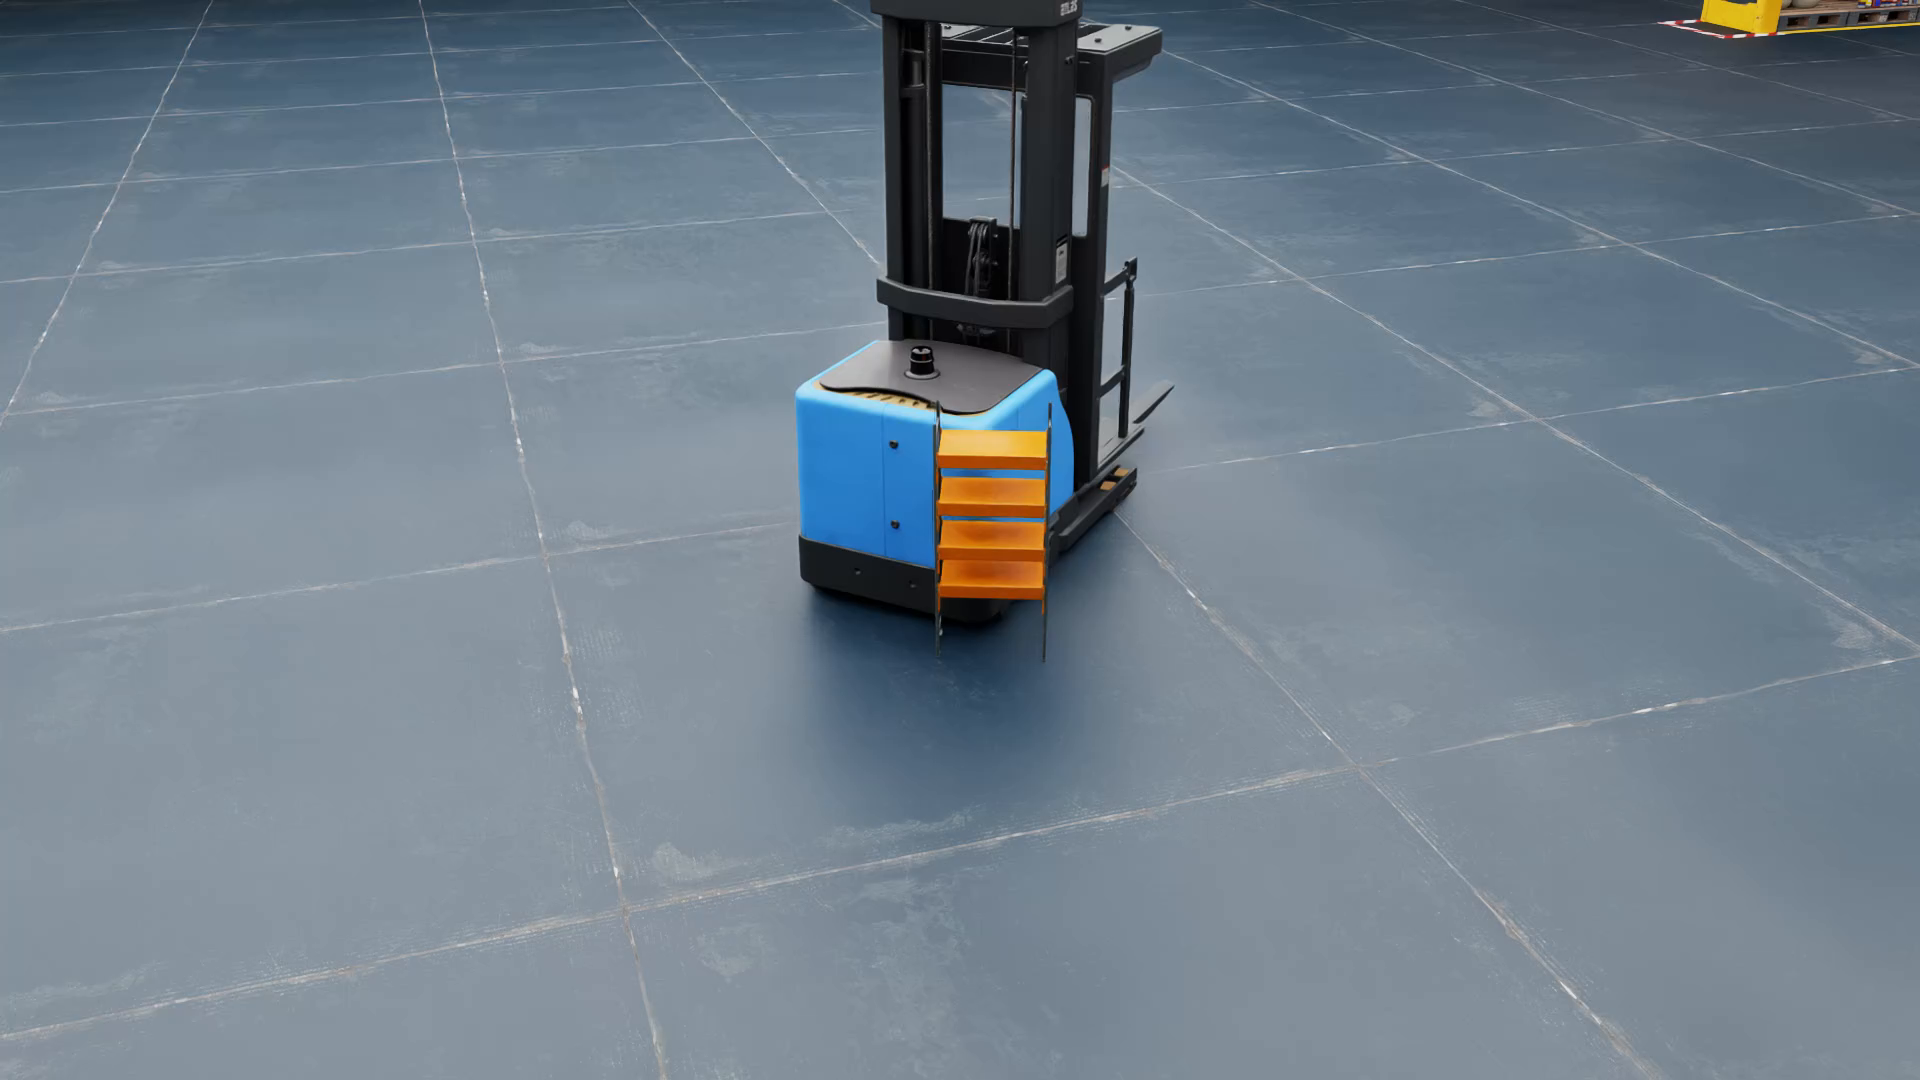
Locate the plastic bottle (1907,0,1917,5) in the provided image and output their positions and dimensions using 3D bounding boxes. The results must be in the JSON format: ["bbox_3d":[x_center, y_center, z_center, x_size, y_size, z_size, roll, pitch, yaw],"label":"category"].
[{"bbox_3d":[13.408,-7.695,23.444,0.135,0.276,0.152,-8,27,-15],"label":"plastic bottle"}]

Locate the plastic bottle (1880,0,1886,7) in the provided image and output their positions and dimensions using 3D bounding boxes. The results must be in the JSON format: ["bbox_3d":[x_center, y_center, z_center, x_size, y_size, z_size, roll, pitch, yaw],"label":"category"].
[{"bbox_3d":[12.920,-7.609,23.277,0.097,0.271,0.097,0,26,0],"label":"plastic bottle"}]

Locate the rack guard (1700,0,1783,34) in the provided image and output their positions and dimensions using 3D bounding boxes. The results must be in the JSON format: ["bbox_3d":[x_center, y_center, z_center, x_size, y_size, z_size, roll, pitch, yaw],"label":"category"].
[{"bbox_3d":[10.831,-7.380,23.053,0.348,0.500,1.175,-8,28,-16],"label":"rack guard"}]

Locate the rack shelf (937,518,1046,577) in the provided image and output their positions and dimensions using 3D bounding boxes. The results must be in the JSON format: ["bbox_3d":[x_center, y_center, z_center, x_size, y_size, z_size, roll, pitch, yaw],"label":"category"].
[{"bbox_3d":[0.145,0.031,7.468,0.480,0.148,0.258,1,31,3],"label":"rack shelf"}]

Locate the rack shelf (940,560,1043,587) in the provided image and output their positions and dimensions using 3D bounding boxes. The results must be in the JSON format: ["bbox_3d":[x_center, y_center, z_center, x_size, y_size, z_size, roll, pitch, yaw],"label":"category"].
[{"bbox_3d":[0.146,0.156,7.542,0.457,0.021,0.221,1,31,3],"label":"rack shelf"}]

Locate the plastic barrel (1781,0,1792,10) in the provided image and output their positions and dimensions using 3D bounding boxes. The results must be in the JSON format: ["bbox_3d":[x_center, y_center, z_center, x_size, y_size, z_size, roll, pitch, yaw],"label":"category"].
[{"bbox_3d":[11.375,-7.666,23.143,0.421,0.512,0.421,0,26,0],"label":"plastic barrel"}]

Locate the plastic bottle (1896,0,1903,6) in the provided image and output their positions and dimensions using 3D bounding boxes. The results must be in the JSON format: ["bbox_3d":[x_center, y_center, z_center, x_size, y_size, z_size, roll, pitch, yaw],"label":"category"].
[{"bbox_3d":[13.207,-7.651,23.361,0.097,0.271,0.097,0,26,0],"label":"plastic bottle"}]

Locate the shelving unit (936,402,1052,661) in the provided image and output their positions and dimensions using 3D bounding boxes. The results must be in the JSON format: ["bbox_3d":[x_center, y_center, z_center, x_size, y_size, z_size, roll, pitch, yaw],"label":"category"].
[{"bbox_3d":[0.147,-0.026,7.434,0.499,1.200,0.258,1,31,3],"label":"shelving unit"}]

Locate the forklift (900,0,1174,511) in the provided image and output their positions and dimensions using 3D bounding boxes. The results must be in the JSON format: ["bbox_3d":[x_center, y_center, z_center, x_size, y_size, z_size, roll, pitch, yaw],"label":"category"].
[{"bbox_3d":[0.333,-1.548,8.572,1.121,2.935,3.031,13,29,24],"label":"forklift"}]

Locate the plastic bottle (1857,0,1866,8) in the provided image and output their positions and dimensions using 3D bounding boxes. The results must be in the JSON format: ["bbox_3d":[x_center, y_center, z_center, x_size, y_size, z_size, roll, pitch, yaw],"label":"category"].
[{"bbox_3d":[12.594,-7.562,23.182,0.097,0.271,0.097,0,26,0],"label":"plastic bottle"}]

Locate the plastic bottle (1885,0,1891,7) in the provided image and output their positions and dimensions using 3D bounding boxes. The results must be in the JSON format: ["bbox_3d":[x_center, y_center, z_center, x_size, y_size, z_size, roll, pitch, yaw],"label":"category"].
[{"bbox_3d":[13.015,-7.623,23.305,0.097,0.271,0.097,0,26,0],"label":"plastic bottle"}]

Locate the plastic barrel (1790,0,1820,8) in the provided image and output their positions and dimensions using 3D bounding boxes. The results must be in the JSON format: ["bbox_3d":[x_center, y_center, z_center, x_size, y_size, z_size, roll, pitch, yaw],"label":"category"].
[{"bbox_3d":[11.852,-7.735,23.282,0.421,0.512,0.421,0,26,0],"label":"plastic barrel"}]

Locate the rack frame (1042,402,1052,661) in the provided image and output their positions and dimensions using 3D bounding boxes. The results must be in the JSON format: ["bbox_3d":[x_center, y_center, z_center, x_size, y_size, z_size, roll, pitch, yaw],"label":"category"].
[{"bbox_3d":[0.388,-0.021,7.422,0.015,1.200,0.240,1,31,3],"label":"rack frame"}]

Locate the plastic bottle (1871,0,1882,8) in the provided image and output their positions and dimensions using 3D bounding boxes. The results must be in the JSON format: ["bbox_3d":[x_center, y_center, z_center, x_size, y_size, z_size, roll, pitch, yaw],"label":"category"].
[{"bbox_3d":[12.815,-7.591,23.227,0.133,0.283,0.061,-8,27,-15],"label":"plastic bottle"}]

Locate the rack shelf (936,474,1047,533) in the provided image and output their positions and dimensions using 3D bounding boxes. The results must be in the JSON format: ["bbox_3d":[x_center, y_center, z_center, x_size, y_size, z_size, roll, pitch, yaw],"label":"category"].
[{"bbox_3d":[0.144,-0.161,7.354,0.480,0.148,0.258,1,31,3],"label":"rack shelf"}]

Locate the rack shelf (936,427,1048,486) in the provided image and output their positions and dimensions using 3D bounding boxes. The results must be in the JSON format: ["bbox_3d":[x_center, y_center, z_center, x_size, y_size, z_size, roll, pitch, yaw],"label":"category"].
[{"bbox_3d":[0.143,-0.365,7.234,0.480,0.148,0.258,1,31,3],"label":"rack shelf"}]

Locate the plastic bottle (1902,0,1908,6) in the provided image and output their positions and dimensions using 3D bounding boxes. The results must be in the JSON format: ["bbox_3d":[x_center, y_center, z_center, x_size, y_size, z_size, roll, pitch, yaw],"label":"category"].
[{"bbox_3d":[13.304,-7.633,23.405,0.097,0.201,0.097,0,26,0],"label":"plastic bottle"}]

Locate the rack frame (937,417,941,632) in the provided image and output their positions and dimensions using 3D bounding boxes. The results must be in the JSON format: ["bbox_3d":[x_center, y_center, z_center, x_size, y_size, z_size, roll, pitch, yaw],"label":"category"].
[{"bbox_3d":[-0.099,-0.032,7.445,0.006,1.046,0.228,1,31,3],"label":"rack frame"}]
